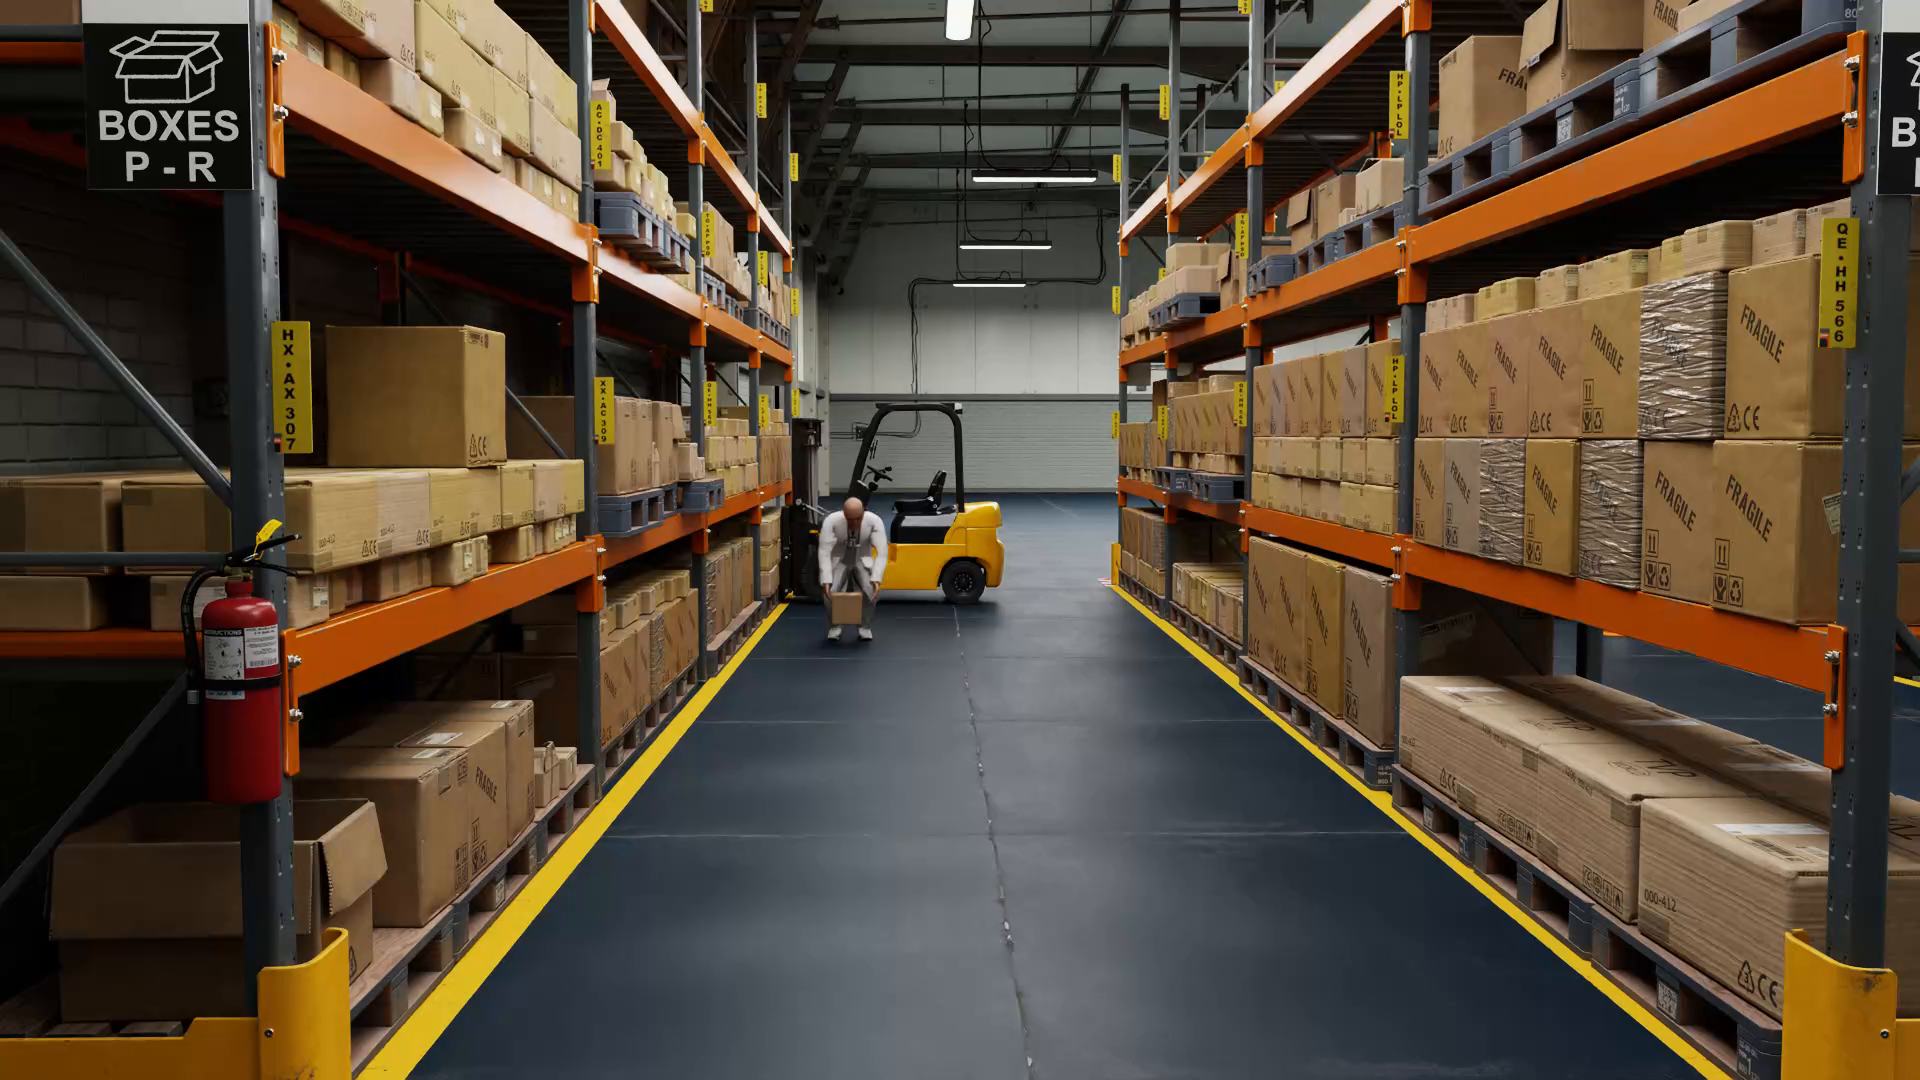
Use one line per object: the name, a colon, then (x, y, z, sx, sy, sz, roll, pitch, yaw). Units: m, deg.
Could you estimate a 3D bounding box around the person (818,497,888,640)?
person: (-0.948, 0.248, 14.752, 0.632, 1.277, 0.787, 0, 4, -1)
